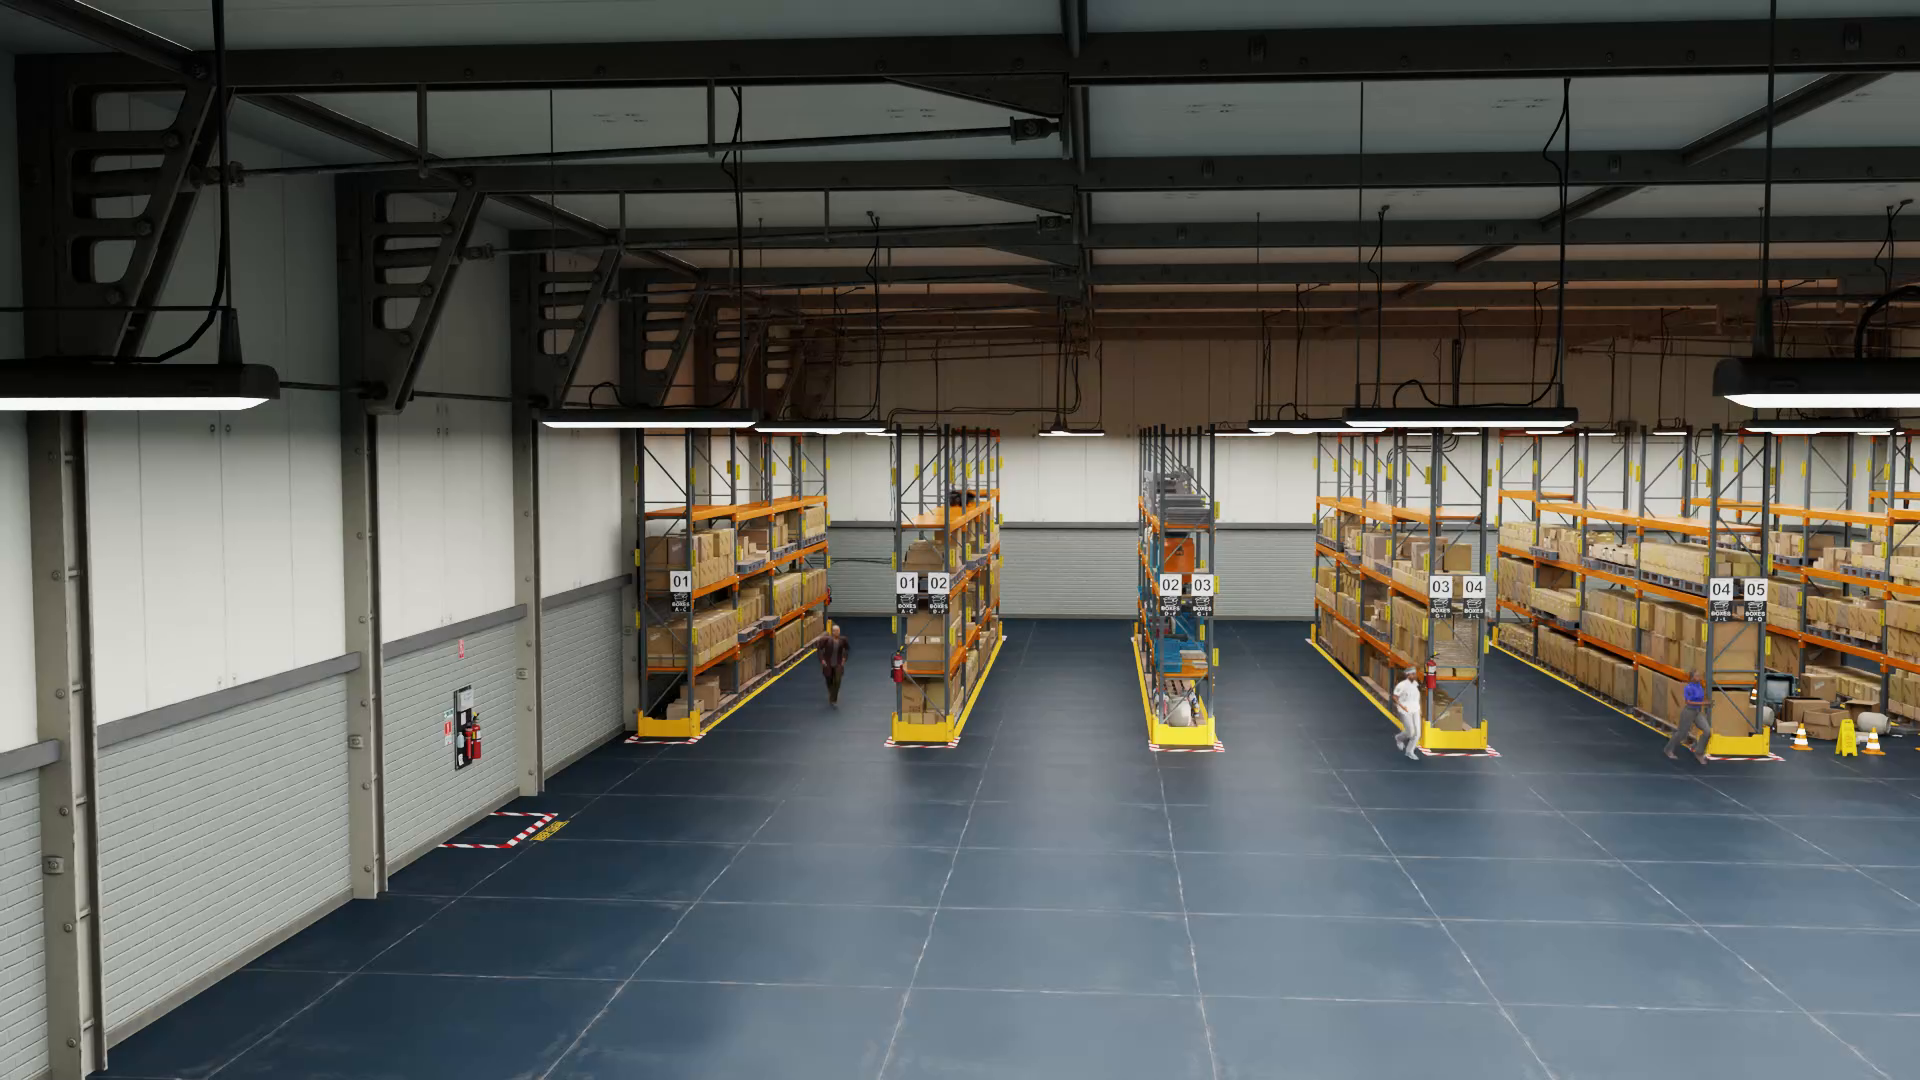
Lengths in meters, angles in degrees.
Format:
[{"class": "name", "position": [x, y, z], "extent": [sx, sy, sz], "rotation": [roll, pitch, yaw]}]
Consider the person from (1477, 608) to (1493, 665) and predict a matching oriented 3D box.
[{"class": "person", "position": [13.260, 2.331, 42.277], "extent": [0.537, 1.699, 0.702], "rotation": [1, 4, 11]}]

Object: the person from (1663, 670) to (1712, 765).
[{"class": "person", "position": [12.911, 3.117, 29.356], "extent": [0.586, 1.692, 0.880], "rotation": [-2, 4, -31]}]

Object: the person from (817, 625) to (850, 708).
[{"class": "person", "position": [-2.723, 2.695, 35.821], "extent": [0.718, 1.759, 0.938], "rotation": [-1, 4, -10]}]

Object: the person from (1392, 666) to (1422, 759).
[{"class": "person", "position": [8.063, 3.091, 29.918], "extent": [0.610, 1.658, 0.523], "rotation": [-1, 4, -22]}]

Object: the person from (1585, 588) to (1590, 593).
[{"class": "person", "position": [17.077, 2.126, 45.503], "extent": [0.609, 1.651, 0.560], "rotation": [-1, 4, -19]}]
